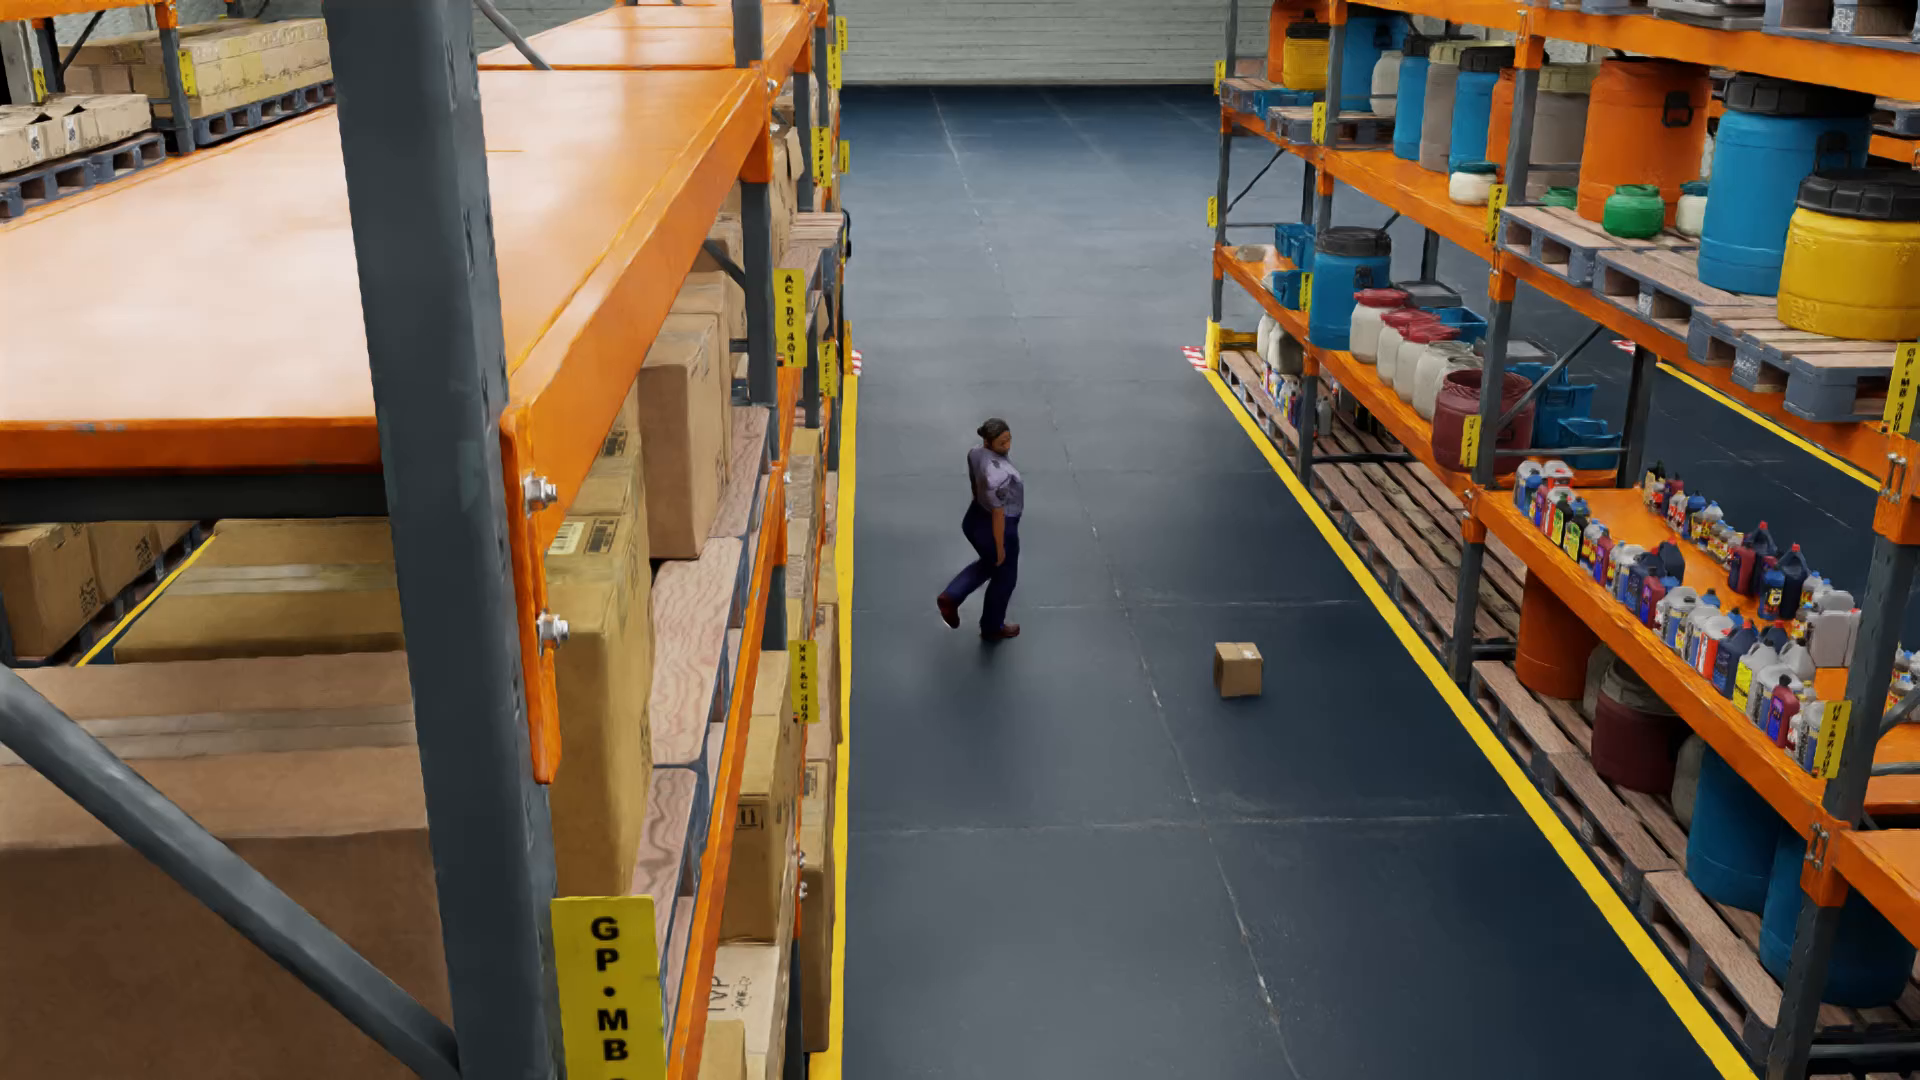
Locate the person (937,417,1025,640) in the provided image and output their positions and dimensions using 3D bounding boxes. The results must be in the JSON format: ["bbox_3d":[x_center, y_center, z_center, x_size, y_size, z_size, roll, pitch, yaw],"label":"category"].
[{"bbox_3d":[0.198,-0.044,10.793,0.579,1.594,0.564,-10,23,-24],"label":"person"}]
